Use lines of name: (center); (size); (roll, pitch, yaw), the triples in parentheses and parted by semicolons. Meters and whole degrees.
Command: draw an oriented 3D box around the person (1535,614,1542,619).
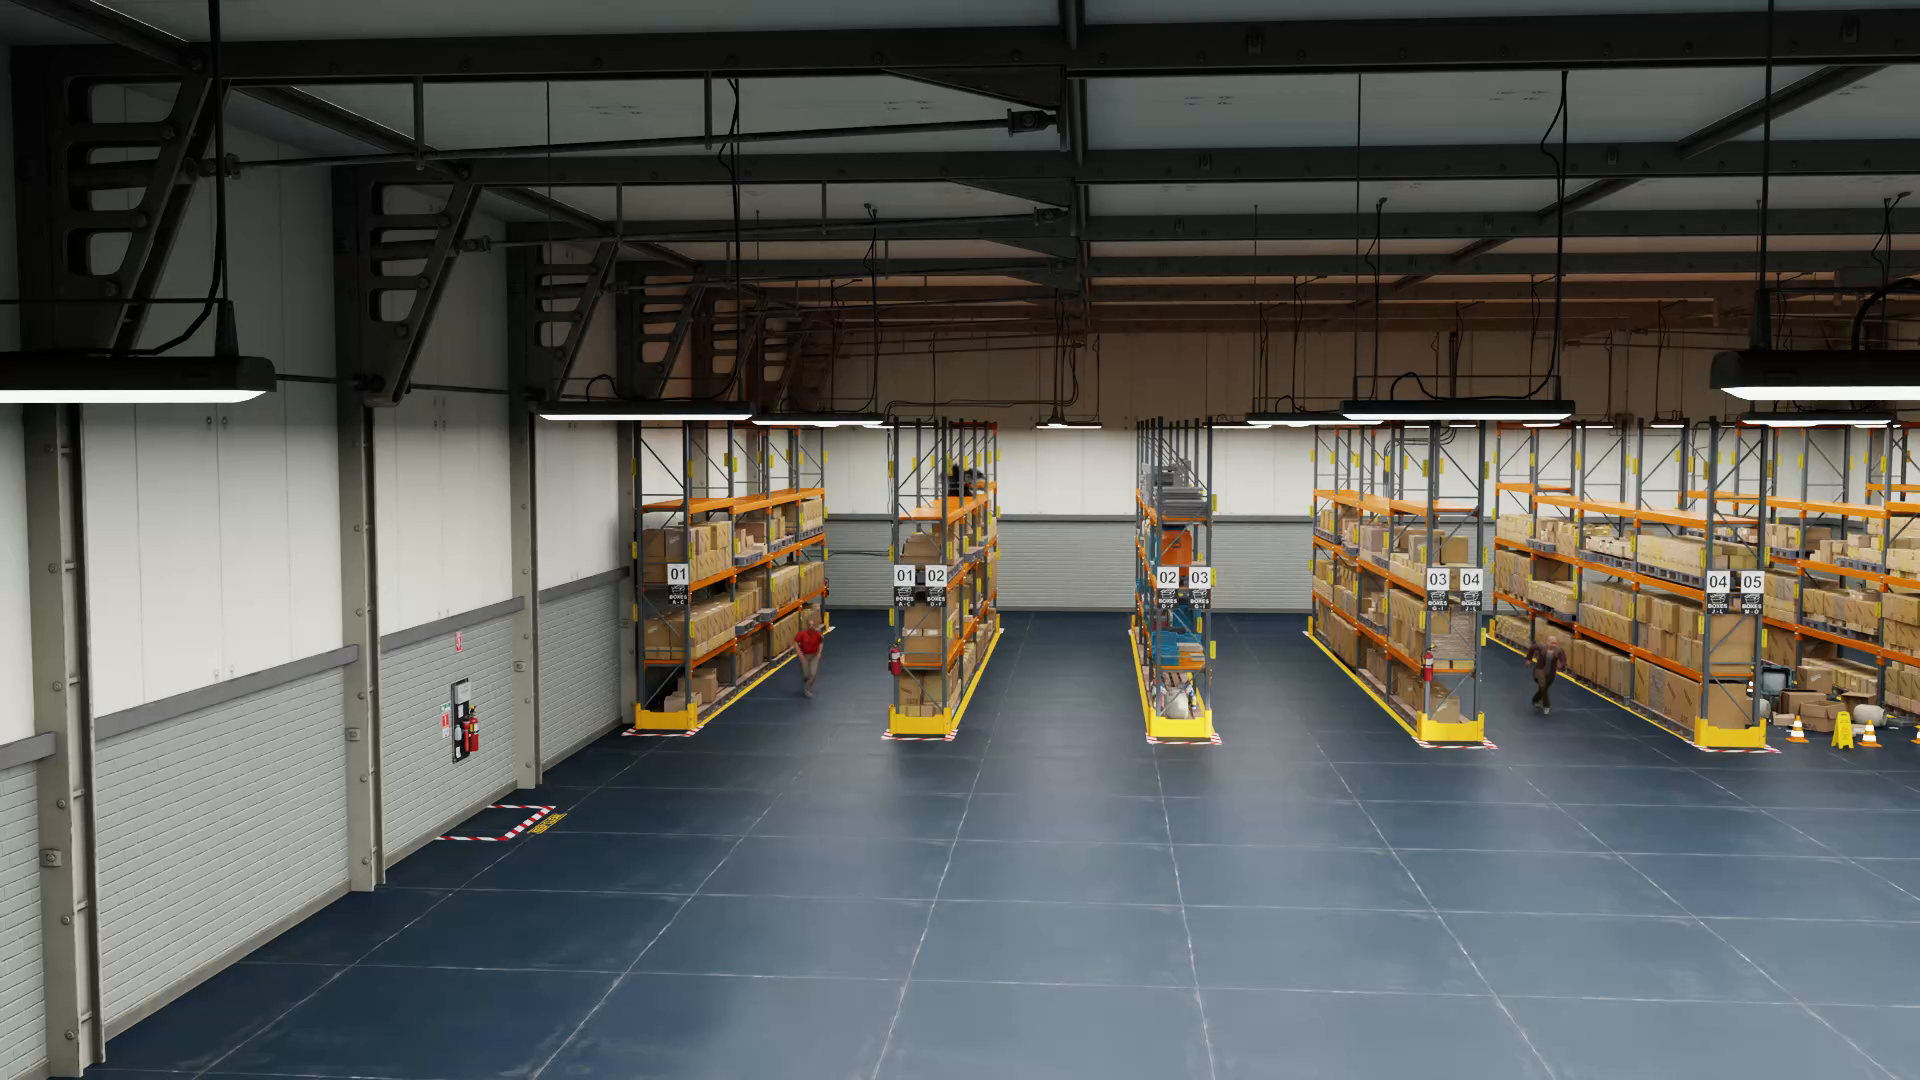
person: (16.668, 1.751, 47.284); (0.851, 1.834, 0.628); (-1, 4, -8)

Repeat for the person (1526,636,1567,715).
person: (11.888, 2.698, 33.742); (0.713, 1.604, 1.185); (0, 4, 5)

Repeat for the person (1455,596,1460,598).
person: (13.835, 1.849, 46.687); (0.555, 1.707, 0.788); (1, 4, 20)

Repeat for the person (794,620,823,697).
person: (-3.288, 2.547, 36.045); (0.660, 1.671, 0.572); (-1, 4, -17)
